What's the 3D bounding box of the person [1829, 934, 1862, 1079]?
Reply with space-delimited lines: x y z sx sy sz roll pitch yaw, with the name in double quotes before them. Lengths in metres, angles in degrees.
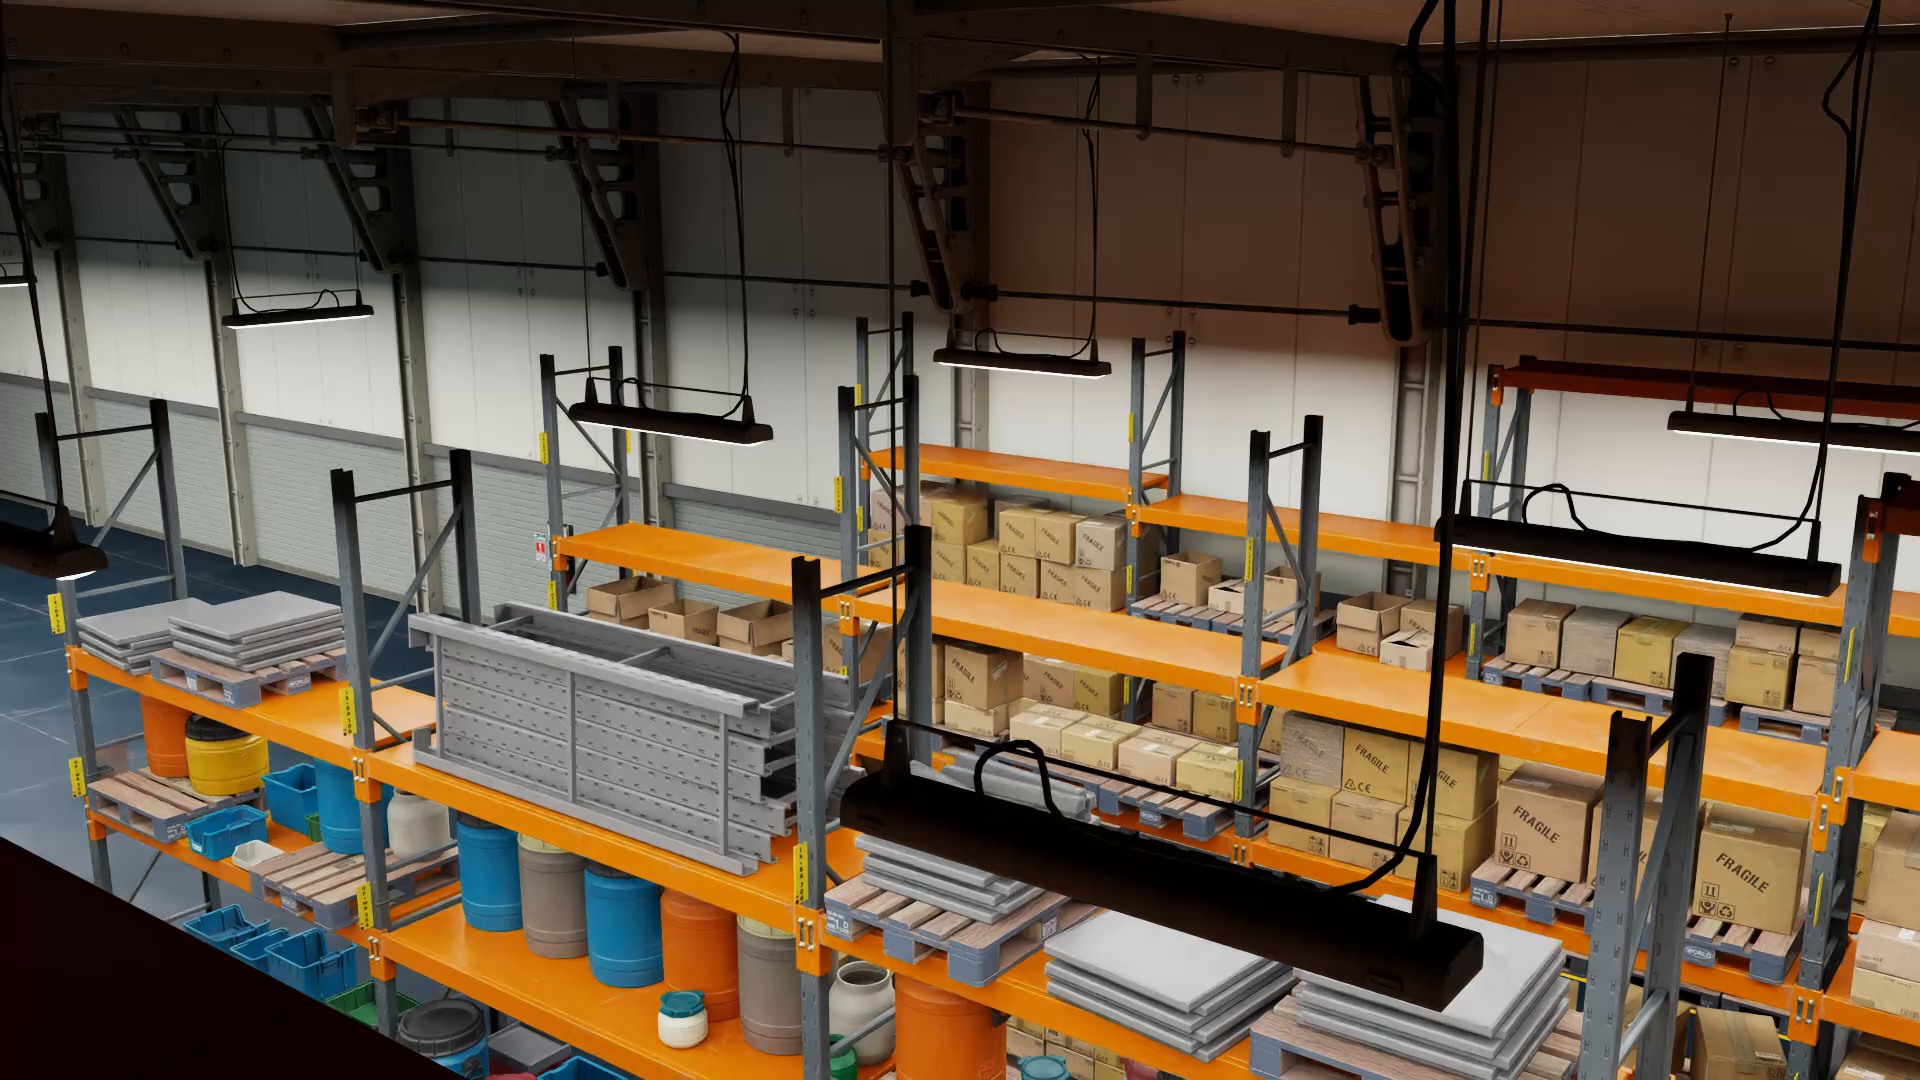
"person" 7.451 4.062 14.046 0.524 1.685 0.454 -2 13 -8
